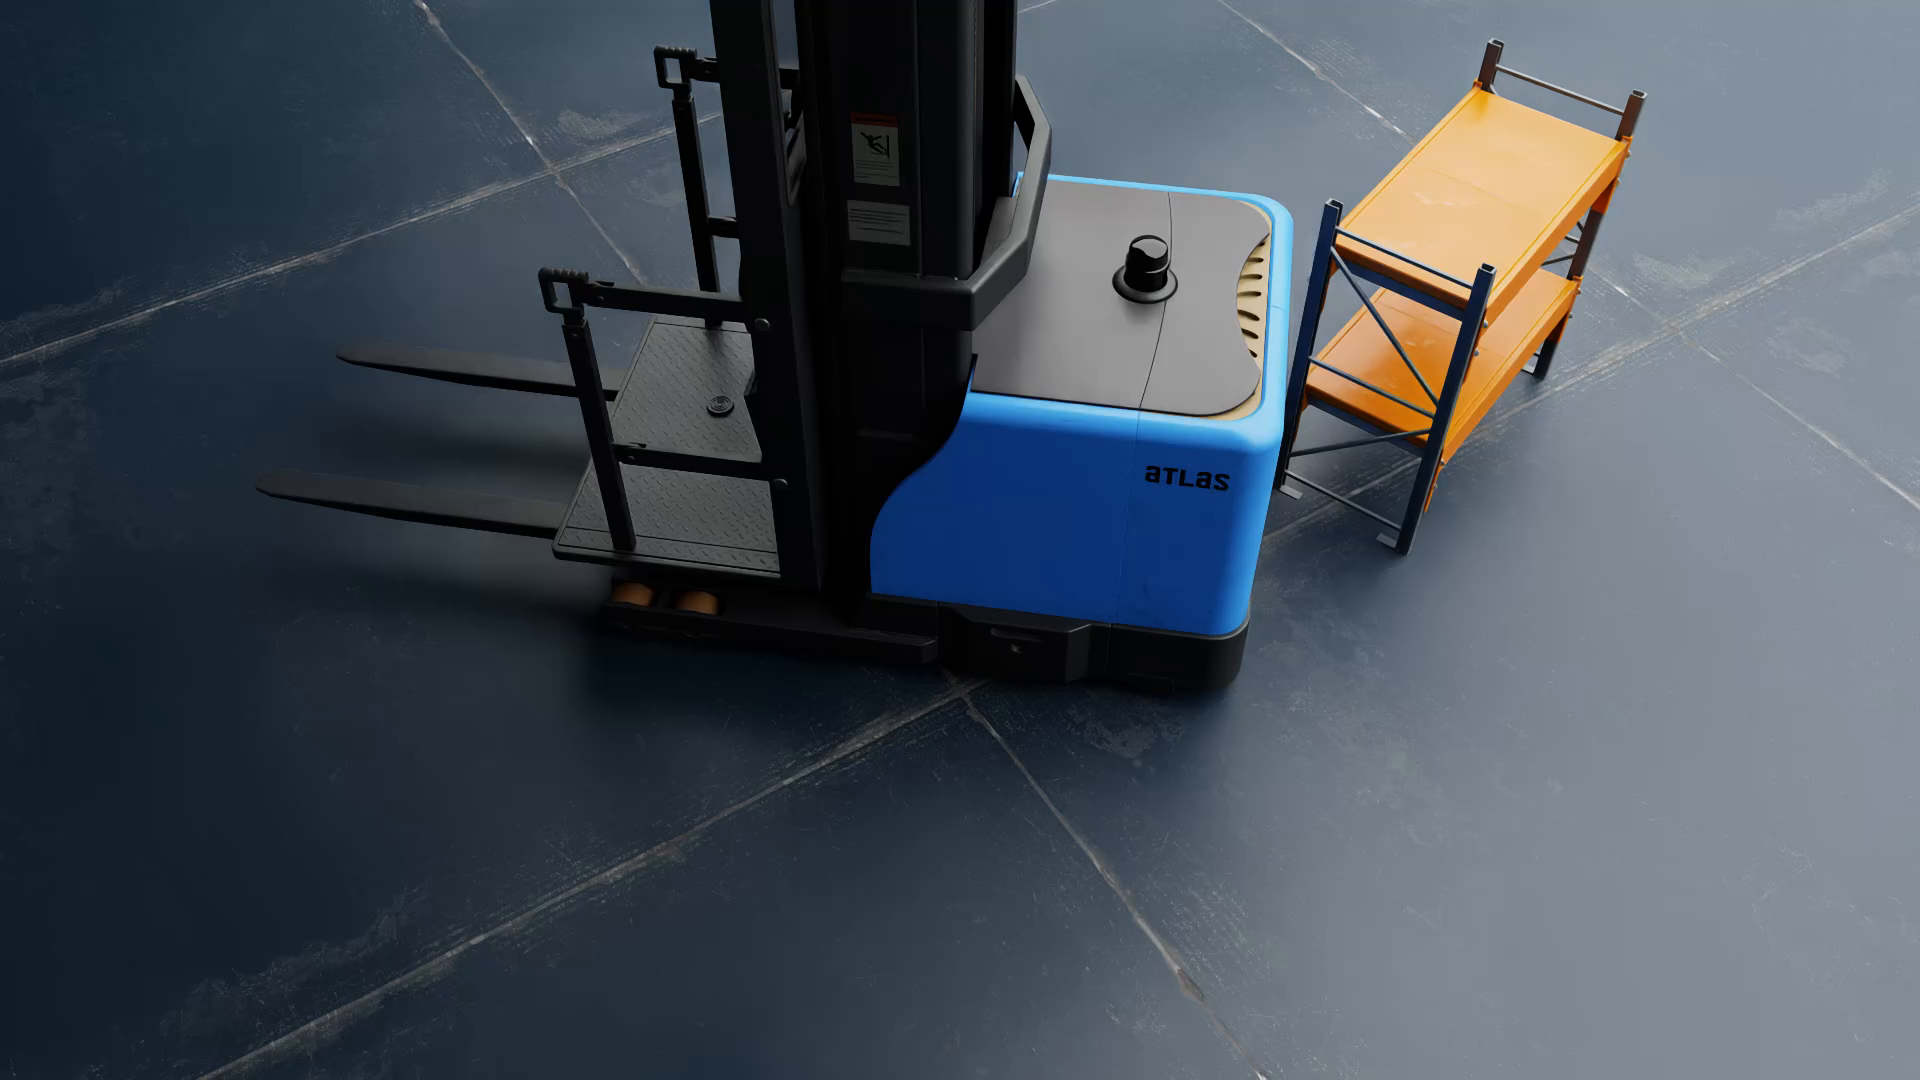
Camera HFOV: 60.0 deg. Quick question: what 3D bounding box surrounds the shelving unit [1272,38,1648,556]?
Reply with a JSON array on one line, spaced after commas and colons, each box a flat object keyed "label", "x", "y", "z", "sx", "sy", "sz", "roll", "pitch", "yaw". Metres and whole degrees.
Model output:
[{"label": "shelving unit", "x": 1.519, "y": -0.748, "z": 5.163, "sx": 0.538, "sy": 1.125, "sz": 1.048, "roll": 30, "pitch": 55, "yaw": 24}]

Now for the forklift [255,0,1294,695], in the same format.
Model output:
[{"label": "forklift", "x": -0.615, "y": -1.050, "z": 4.223, "sx": 3.031, "sy": 2.935, "sz": 1.130, "roll": 7, "pitch": 49, "yaw": 6}]

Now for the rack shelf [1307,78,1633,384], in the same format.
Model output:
[{"label": "rack shelf", "x": 1.519, "y": -0.943, "z": 4.945, "sx": 0.538, "sy": 0.278, "sz": 1.000, "roll": 30, "pitch": 55, "yaw": 24}]

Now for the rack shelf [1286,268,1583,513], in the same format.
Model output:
[{"label": "rack shelf", "x": 1.519, "y": -0.586, "z": 5.346, "sx": 0.538, "sy": 0.278, "sz": 1.000, "roll": 30, "pitch": 55, "yaw": 24}]

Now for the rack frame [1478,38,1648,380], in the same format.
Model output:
[{"label": "rack frame", "x": 1.828, "y": -1.050, "z": 5.432, "sx": 0.500, "sy": 1.125, "sz": 0.032, "roll": 30, "pitch": 55, "yaw": 24}]

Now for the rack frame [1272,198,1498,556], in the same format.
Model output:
[{"label": "rack frame", "x": 1.210, "y": -0.447, "z": 4.895, "sx": 0.500, "sy": 1.125, "sz": 0.032, "roll": 30, "pitch": 55, "yaw": 24}]
